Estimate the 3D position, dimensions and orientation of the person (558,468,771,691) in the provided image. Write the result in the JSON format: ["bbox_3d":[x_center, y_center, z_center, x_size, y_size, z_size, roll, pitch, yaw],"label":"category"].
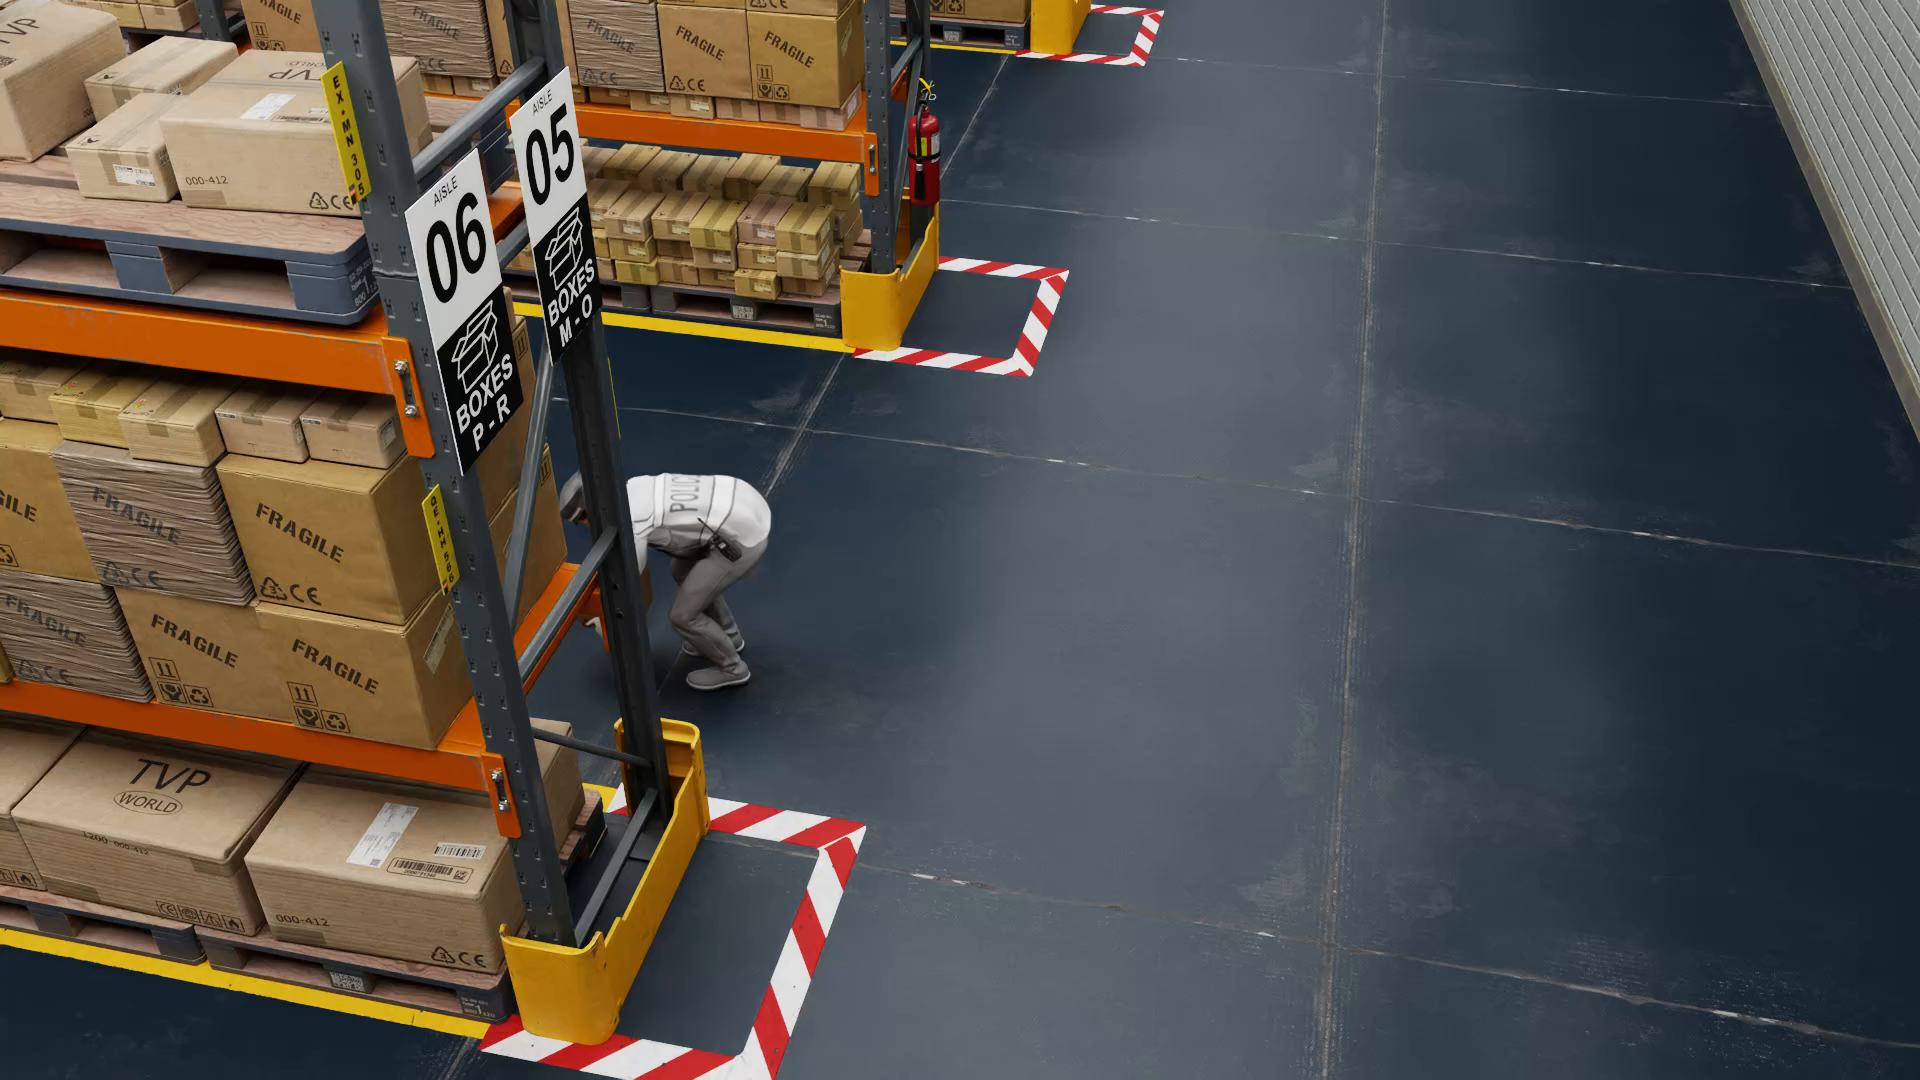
[{"bbox_3d":[-1.269,0.141,7.257,0.920,1.088,0.444,-2,37,-2],"label":"person"}]
